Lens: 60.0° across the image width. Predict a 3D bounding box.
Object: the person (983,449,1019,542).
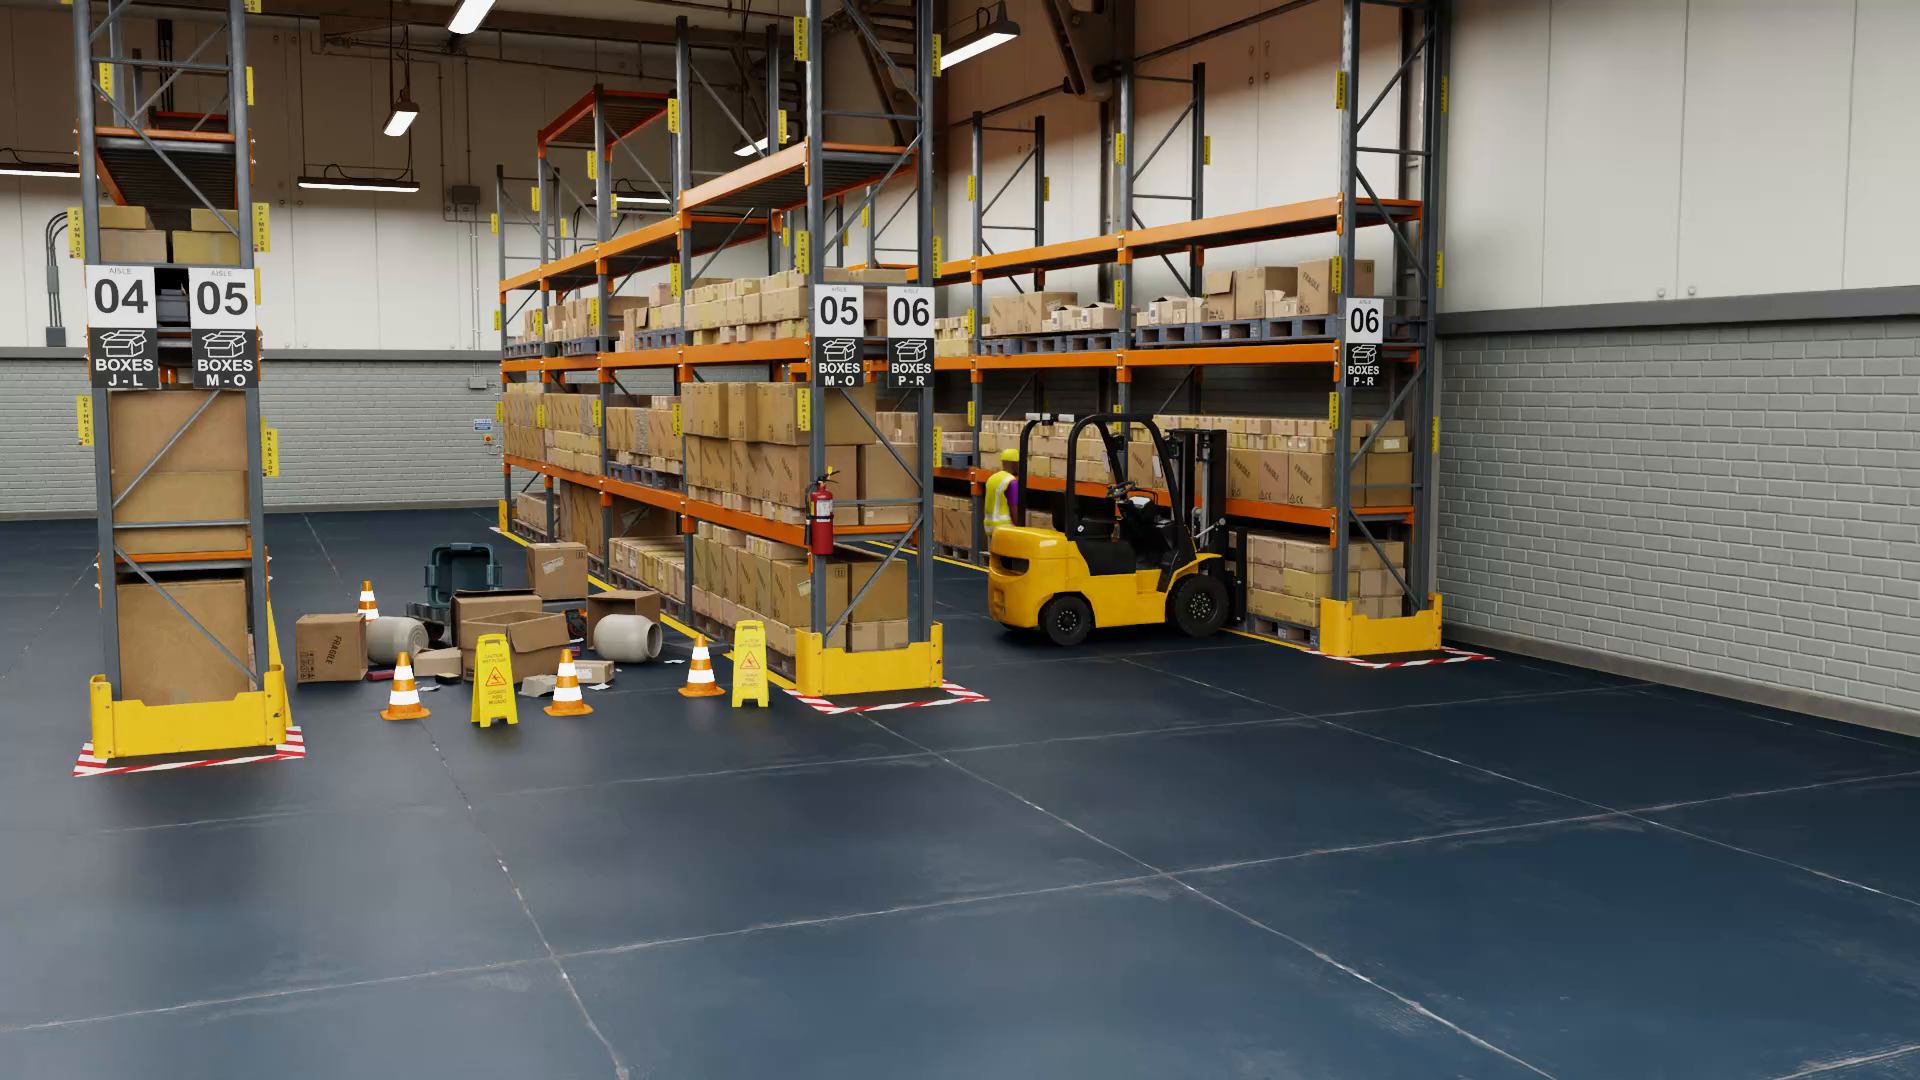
[{"bbox_3d":[0.495,-0.081,17.532,0.451,1.761,0.609,-3,6,-26],"label":"person"}]
